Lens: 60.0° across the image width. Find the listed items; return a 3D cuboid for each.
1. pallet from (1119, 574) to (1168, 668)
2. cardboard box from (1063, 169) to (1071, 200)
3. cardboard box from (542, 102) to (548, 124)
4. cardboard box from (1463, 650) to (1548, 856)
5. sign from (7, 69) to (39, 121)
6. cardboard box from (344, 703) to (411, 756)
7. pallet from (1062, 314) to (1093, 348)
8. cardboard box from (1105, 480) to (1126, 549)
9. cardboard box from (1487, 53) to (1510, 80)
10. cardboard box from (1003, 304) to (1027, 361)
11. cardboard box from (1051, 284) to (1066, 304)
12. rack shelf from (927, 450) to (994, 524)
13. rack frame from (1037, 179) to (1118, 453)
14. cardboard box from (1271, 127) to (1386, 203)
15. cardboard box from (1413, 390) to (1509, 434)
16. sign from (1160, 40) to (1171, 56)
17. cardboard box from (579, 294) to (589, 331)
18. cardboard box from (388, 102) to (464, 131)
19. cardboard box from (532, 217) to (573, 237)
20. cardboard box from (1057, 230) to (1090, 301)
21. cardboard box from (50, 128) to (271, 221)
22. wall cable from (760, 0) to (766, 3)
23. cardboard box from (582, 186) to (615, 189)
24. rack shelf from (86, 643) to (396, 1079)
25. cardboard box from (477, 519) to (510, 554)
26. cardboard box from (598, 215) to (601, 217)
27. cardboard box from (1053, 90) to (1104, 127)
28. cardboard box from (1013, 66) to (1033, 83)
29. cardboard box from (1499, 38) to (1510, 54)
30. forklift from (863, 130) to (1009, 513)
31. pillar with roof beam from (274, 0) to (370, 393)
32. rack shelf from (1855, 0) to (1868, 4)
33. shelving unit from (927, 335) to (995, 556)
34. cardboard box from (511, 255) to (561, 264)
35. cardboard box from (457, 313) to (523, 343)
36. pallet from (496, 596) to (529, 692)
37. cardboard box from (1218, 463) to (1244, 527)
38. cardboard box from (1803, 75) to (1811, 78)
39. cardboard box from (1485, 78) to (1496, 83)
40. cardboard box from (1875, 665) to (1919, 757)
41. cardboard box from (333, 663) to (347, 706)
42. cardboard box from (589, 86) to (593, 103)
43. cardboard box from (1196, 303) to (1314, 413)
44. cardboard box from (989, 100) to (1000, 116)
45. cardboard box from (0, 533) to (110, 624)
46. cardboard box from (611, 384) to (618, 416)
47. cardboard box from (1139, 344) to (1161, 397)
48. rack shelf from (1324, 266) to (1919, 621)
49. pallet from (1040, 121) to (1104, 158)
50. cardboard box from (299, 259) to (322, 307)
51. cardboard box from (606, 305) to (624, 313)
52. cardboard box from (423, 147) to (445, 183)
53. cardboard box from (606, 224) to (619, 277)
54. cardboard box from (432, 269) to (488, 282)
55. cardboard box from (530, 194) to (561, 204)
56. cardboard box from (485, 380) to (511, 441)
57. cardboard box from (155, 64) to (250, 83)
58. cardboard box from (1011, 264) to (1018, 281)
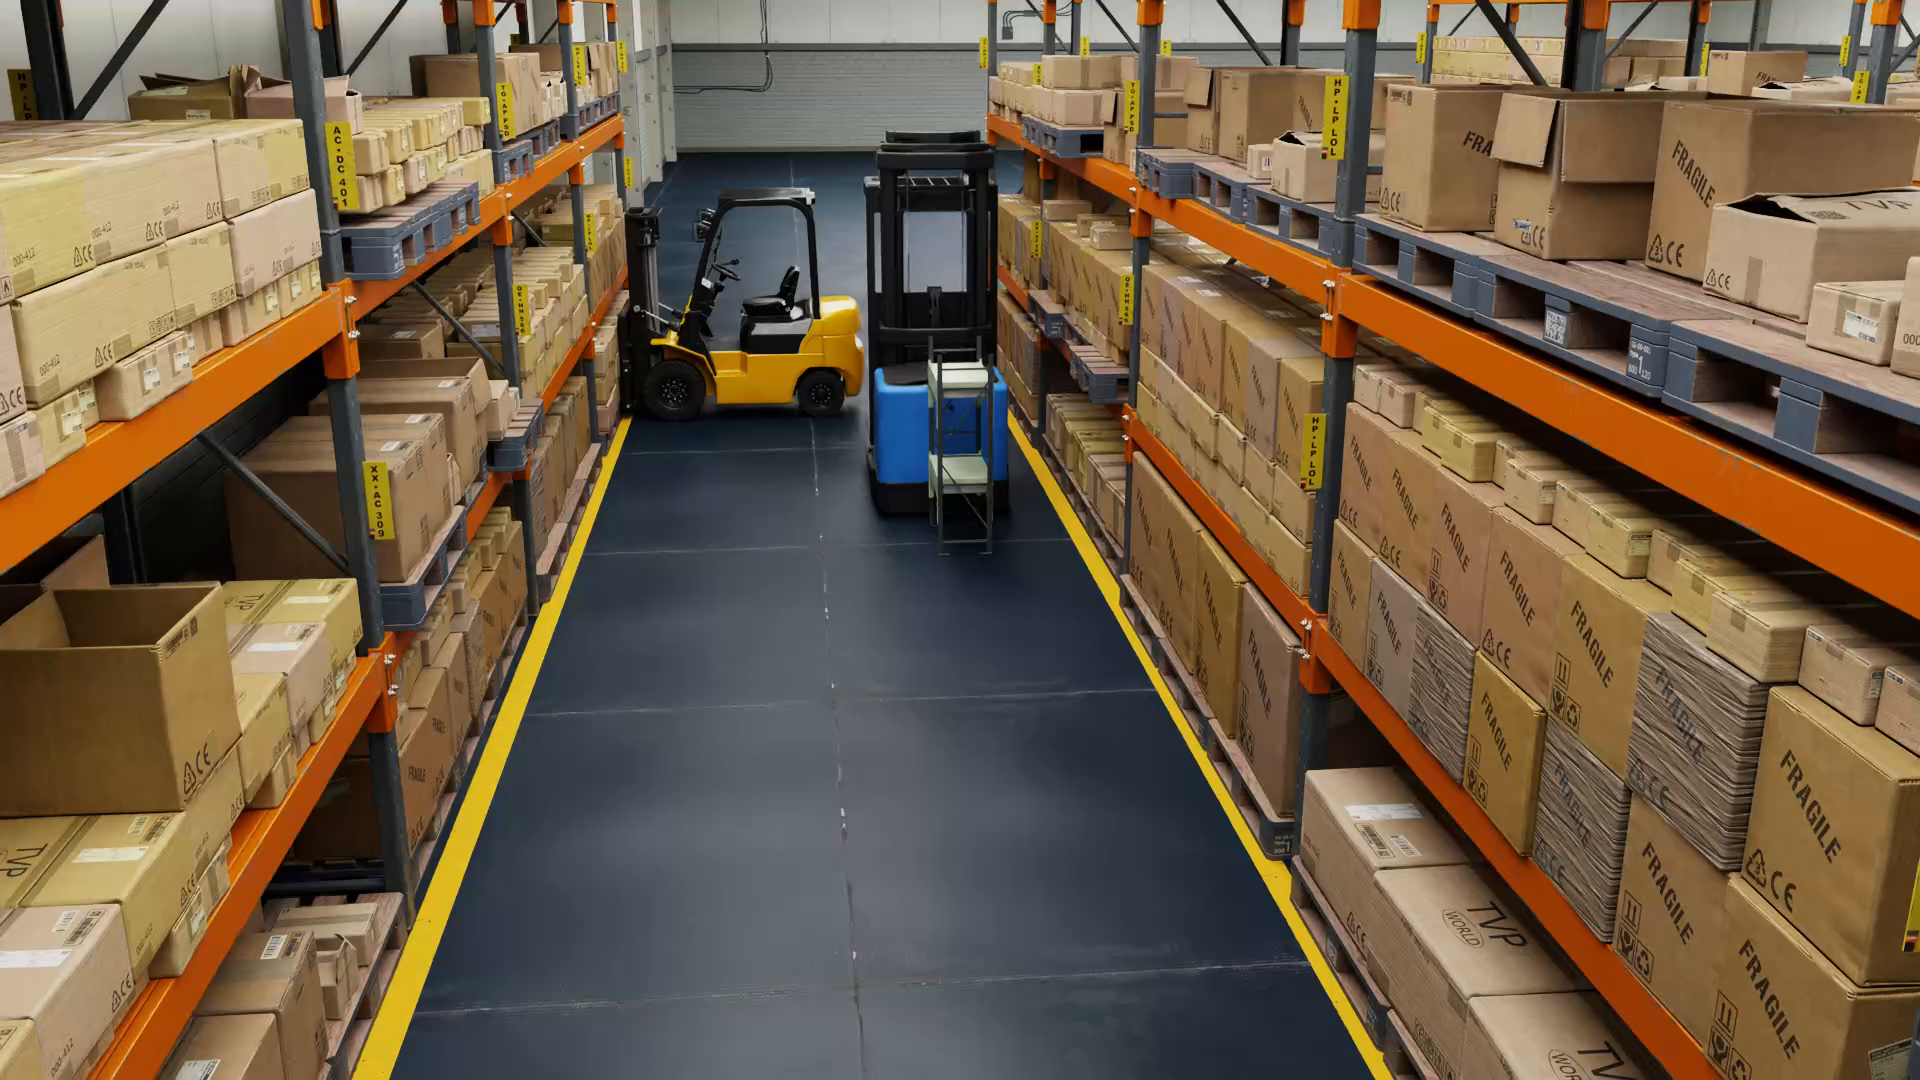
[{"bbox_3d":[1.636,0.495,10.747,1.003,0.211,1.213,-2,18,-6],"label":"pallet"},{"bbox_3d":[1.356,-3.222,15.598,0.700,0.500,0.500,-2,18,-5],"label":"cardboard box"},{"bbox_3d":[-3.225,-3.121,12.154,0.380,0.149,0.250,-2,18,-6],"label":"cardboard box"},{"bbox_3d":[1.976,0.671,5.364,0.500,0.500,0.500,-1,17,-4],"label":"cardboard box"},{"bbox_3d":[-3.447,-1.574,6.154,0.100,0.325,0.005,-2,18,-6],"label":"sign"},{"bbox_3d":[-2.667,0.841,7.378,0.380,0.149,0.250,-1,17,-3],"label":"cardboard box"},{"bbox_3d":[1.384,-1.569,12.989,1.003,0.211,1.213,-2,18,-6],"label":"pallet"},{"bbox_3d":[1.581,-0.188,11.953,0.950,0.372,0.625,-3,18,-9],"label":"cardboard box"},{"bbox_3d":[5.669,-4.786,16.791,0.500,0.250,0.500,-2,18,-6],"label":"cardboard box"},{"bbox_3d":[0.717,-2.141,17.126,0.500,0.500,0.500,-1,17,-5],"label":"cardboard box"},{"bbox_3d":[0.976,-2.096,14.063,0.380,0.149,0.250,-1,17,-5],"label":"cardboard box"},{"bbox_3d":[-0.001,-0.407,12.556,0.431,0.370,0.720,-2,18,-6],"label":"rack shelf"},{"bbox_3d":[1.217,-2.264,14.881,1.000,3.000,0.127,-2,18,-6],"label":"rack frame"},{"bbox_3d":[1.742,-1.726,7.606,0.500,0.311,0.500,-2,18,-6],"label":"cardboard box"},{"bbox_3d":[1.927,-0.462,6.222,0.380,0.149,0.250,-2,18,-6],"label":"cardboard box"},{"bbox_3d":[1.768,-4.148,14.354,0.100,0.325,0.005,-2,18,-6],"label":"sign"},{"bbox_3d":[-3.408,-1.896,13.959,0.500,0.250,0.500,-1,17,-4],"label":"cardboard box"},{"bbox_3d":[-2.978,-2.357,9.258,0.380,0.149,0.250,-2,18,-7],"label":"cardboard box"},{"bbox_3d":[-3.592,-2.788,14.802,0.380,0.149,0.250,-2,17,-5],"label":"cardboard box"},{"bbox_3d":[1.069,-2.209,13.340,0.500,0.500,0.500,-2,18,-6],"label":"cardboard box"},{"bbox_3d":[-2.542,-1.172,5.315,0.500,0.250,0.500,-2,18,-7],"label":"cardboard box"},{"bbox_3d":[-4.349,-16.797,47.908,3.097,2.526,0.112,-2,18,-6],"label":"wall cable"},{"bbox_3d":[-3.830,-3.628,17.479,0.380,0.149,0.250,-2,18,-6],"label":"cardboard box"},{"bbox_3d":[-2.689,1.213,5.007,1.077,0.370,4.000,-2,18,-6],"label":"rack shelf"},{"bbox_3d":[-2.946,-0.016,10.108,0.380,0.149,0.250,-3,18,-9],"label":"cardboard box"},{"bbox_3d":[-3.726,-3.105,16.311,0.380,0.149,0.250,-2,18,-6],"label":"cardboard box"},{"bbox_3d":[1.005,-3.337,12.841,0.500,0.250,0.500,-2,18,-6],"label":"cardboard box"},{"bbox_3d":[0.712,-4.503,16.092,0.380,0.149,0.250,-2,17,-5],"label":"cardboard box"},{"bbox_3d":[5.618,-4.939,16.612,0.380,0.149,0.250,-2,17,-5],"label":"cardboard box"},{"bbox_3d":[-0.252,-2.007,14.178,1.130,2.935,3.031,-1,17,-5],"label":"forklift"},{"bbox_3d":[-0.056,-4.274,11.267,9.100,9.000,0.400,-2,18,-6],"label":"pillar with roof beam"},{"bbox_3d":[10.868,-5.684,16.964,1.077,0.370,4.000,-2,18,-6],"label":"rack shelf"},{"bbox_3d":[-0.001,-0.718,12.459,0.431,1.500,0.755,-2,18,-6],"label":"shelving unit"},{"bbox_3d":[-3.447,-2.221,13.494,0.380,0.149,0.250,-2,18,-6],"label":"cardboard box"},{"bbox_3d":[-3.047,-1.379,10.813,0.380,0.149,0.250,-1,17,-4],"label":"cardboard box"},{"bbox_3d":[-3.268,0.636,10.299,1.003,0.211,1.213,-2,18,-6],"label":"pallet"},{"bbox_3d":[1.660,-0.238,8.677,0.500,0.250,0.500,-2,18,-7],"label":"cardboard box"},{"bbox_3d":[6.530,-3.568,13.309,0.500,0.311,0.500,-2,18,-8],"label":"cardboard box"},{"bbox_3d":[5.591,-4.634,16.975,0.380,0.149,0.250,-2,18,-5],"label":"cardboard box"},{"bbox_3d":[2.218,0.376,3.552,0.380,0.149,0.250,-2,17,-5],"label":"cardboard box"},{"bbox_3d":[-2.562,0.558,6.312,0.380,0.149,0.250,-1,17,-4],"label":"cardboard box"},{"bbox_3d":[-3.544,-4.041,15.085,0.380,0.149,0.250,-1,17,-4],"label":"cardboard box"},{"bbox_3d":[1.584,-0.990,8.987,0.500,0.500,0.500,-1,17,-5],"label":"cardboard box"},{"bbox_3d":[0.515,-4.658,17.919,0.380,0.149,0.250,-2,18,-6],"label":"cardboard box"},{"bbox_3d":[-3.006,0.297,5.224,0.500,0.500,0.500,-2,18,-7],"label":"cardboard box"},{"bbox_3d":[-3.508,-1.303,15.710,0.500,0.250,0.500,-2,18,-7],"label":"cardboard box"},{"bbox_3d":[1.436,-1.081,10.528,0.500,0.250,0.500,-2,18,-6],"label":"cardboard box"},{"bbox_3d":[2.248,-0.373,5.050,1.077,0.370,4.000,-2,18,-6],"label":"rack shelf"},{"bbox_3d":[1.284,-3.110,12.880,1.213,0.211,1.003,-2,18,-6],"label":"pallet"},{"bbox_3d":[-2.564,-0.940,6.074,0.380,0.149,0.250,-2,18,-6],"label":"cardboard box"},{"bbox_3d":[-3.655,-2.238,17.016,0.500,0.250,0.500,-2,17,-5],"label":"cardboard box"},{"bbox_3d":[-2.655,-1.767,7.841,0.380,0.149,0.250,-1,17,-4],"label":"cardboard box"},{"bbox_3d":[-3.723,-2.903,16.750,0.500,0.500,0.500,-2,18,-7],"label":"cardboard box"},{"bbox_3d":[-3.818,-1.974,12.707,0.380,0.149,0.250,-2,18,-6],"label":"cardboard box"},{"bbox_3d":[-4.213,-3.385,16.704,0.380,0.149,0.250,-1,17,-4],"label":"cardboard box"},{"bbox_3d":[-2.877,-0.742,9.584,0.500,0.250,0.500,-3,18,-8],"label":"cardboard box"},{"bbox_3d":[-3.055,-1.792,6.733,0.396,0.266,0.258,-2,18,-6],"label":"cardboard box"},{"bbox_3d":[0.713,-2.686,16.644,0.380,0.149,0.250,-2,18,-5],"label":"cardboard box"}]
